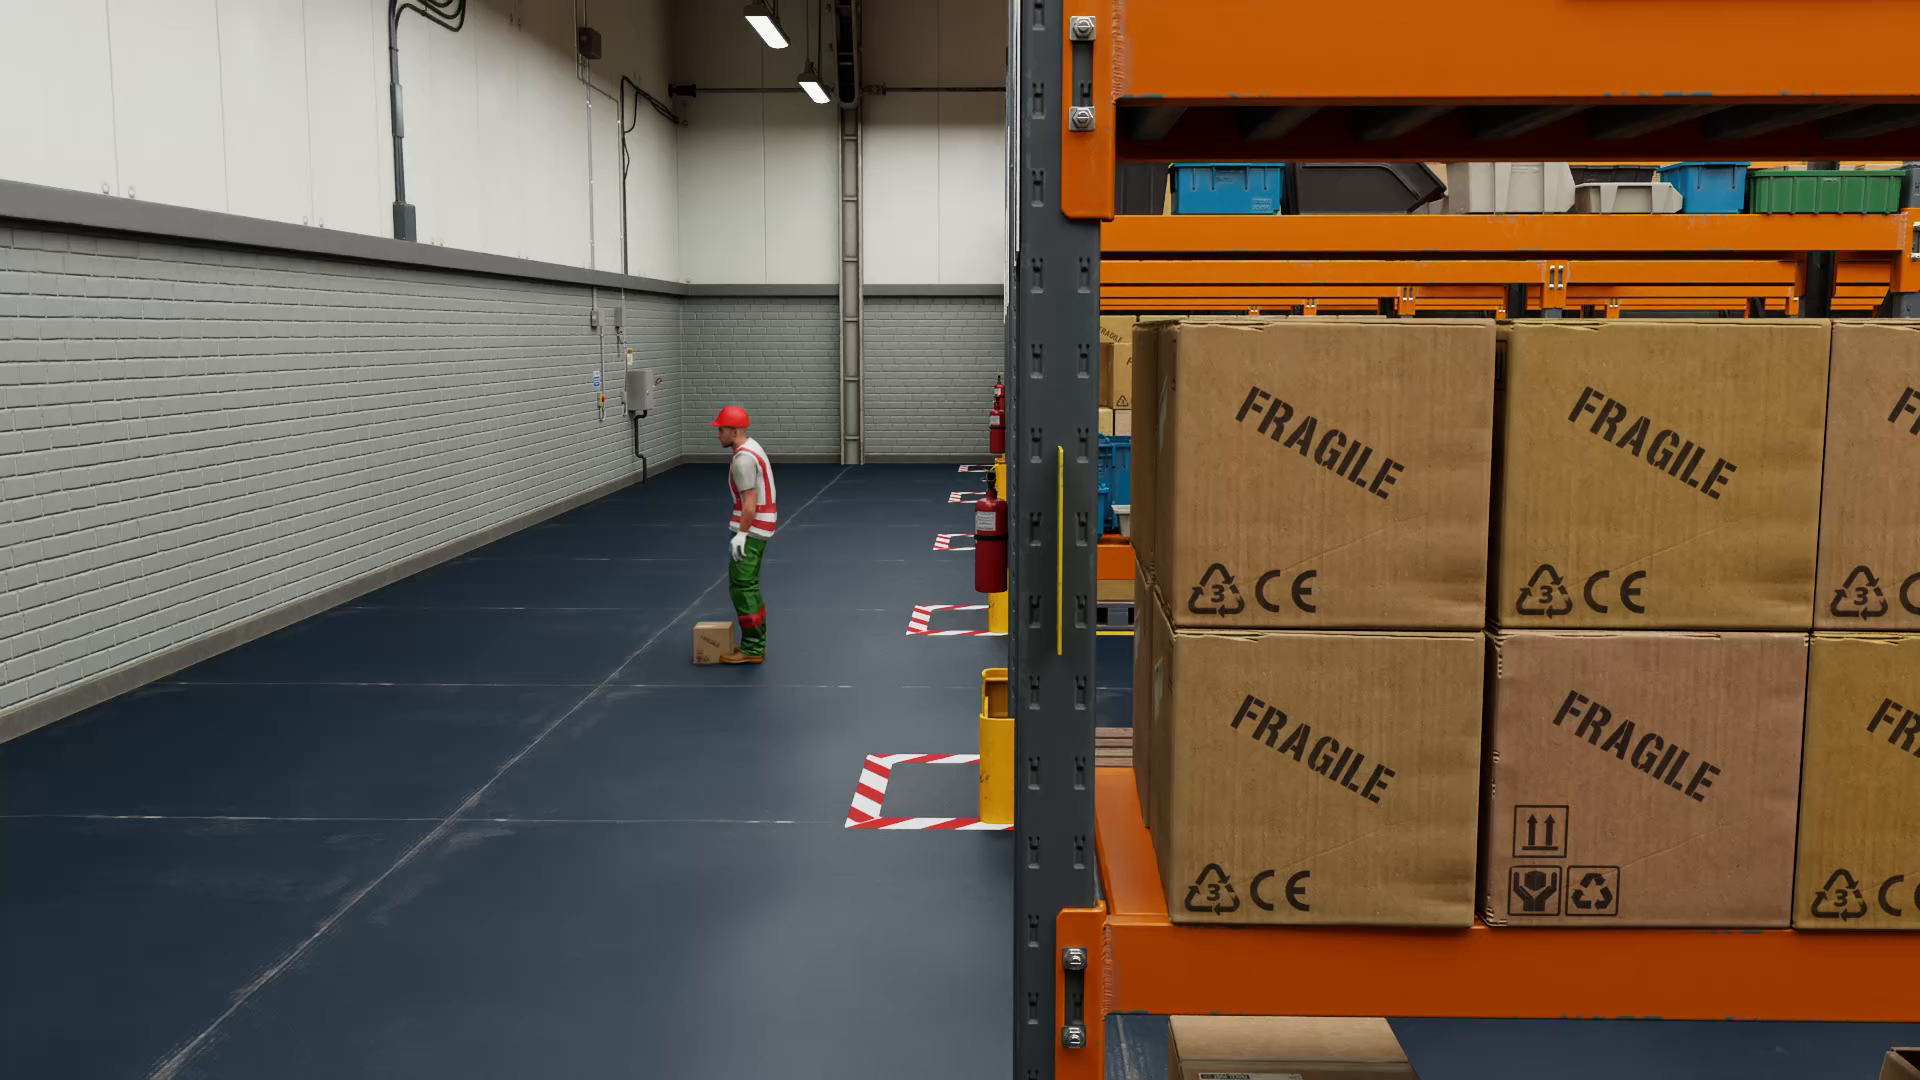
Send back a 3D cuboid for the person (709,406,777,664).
[{"bbox_3d":[-1.498,-0.040,11.529,0.453,1.777,0.604,0,7,-1],"label":"person"}]
